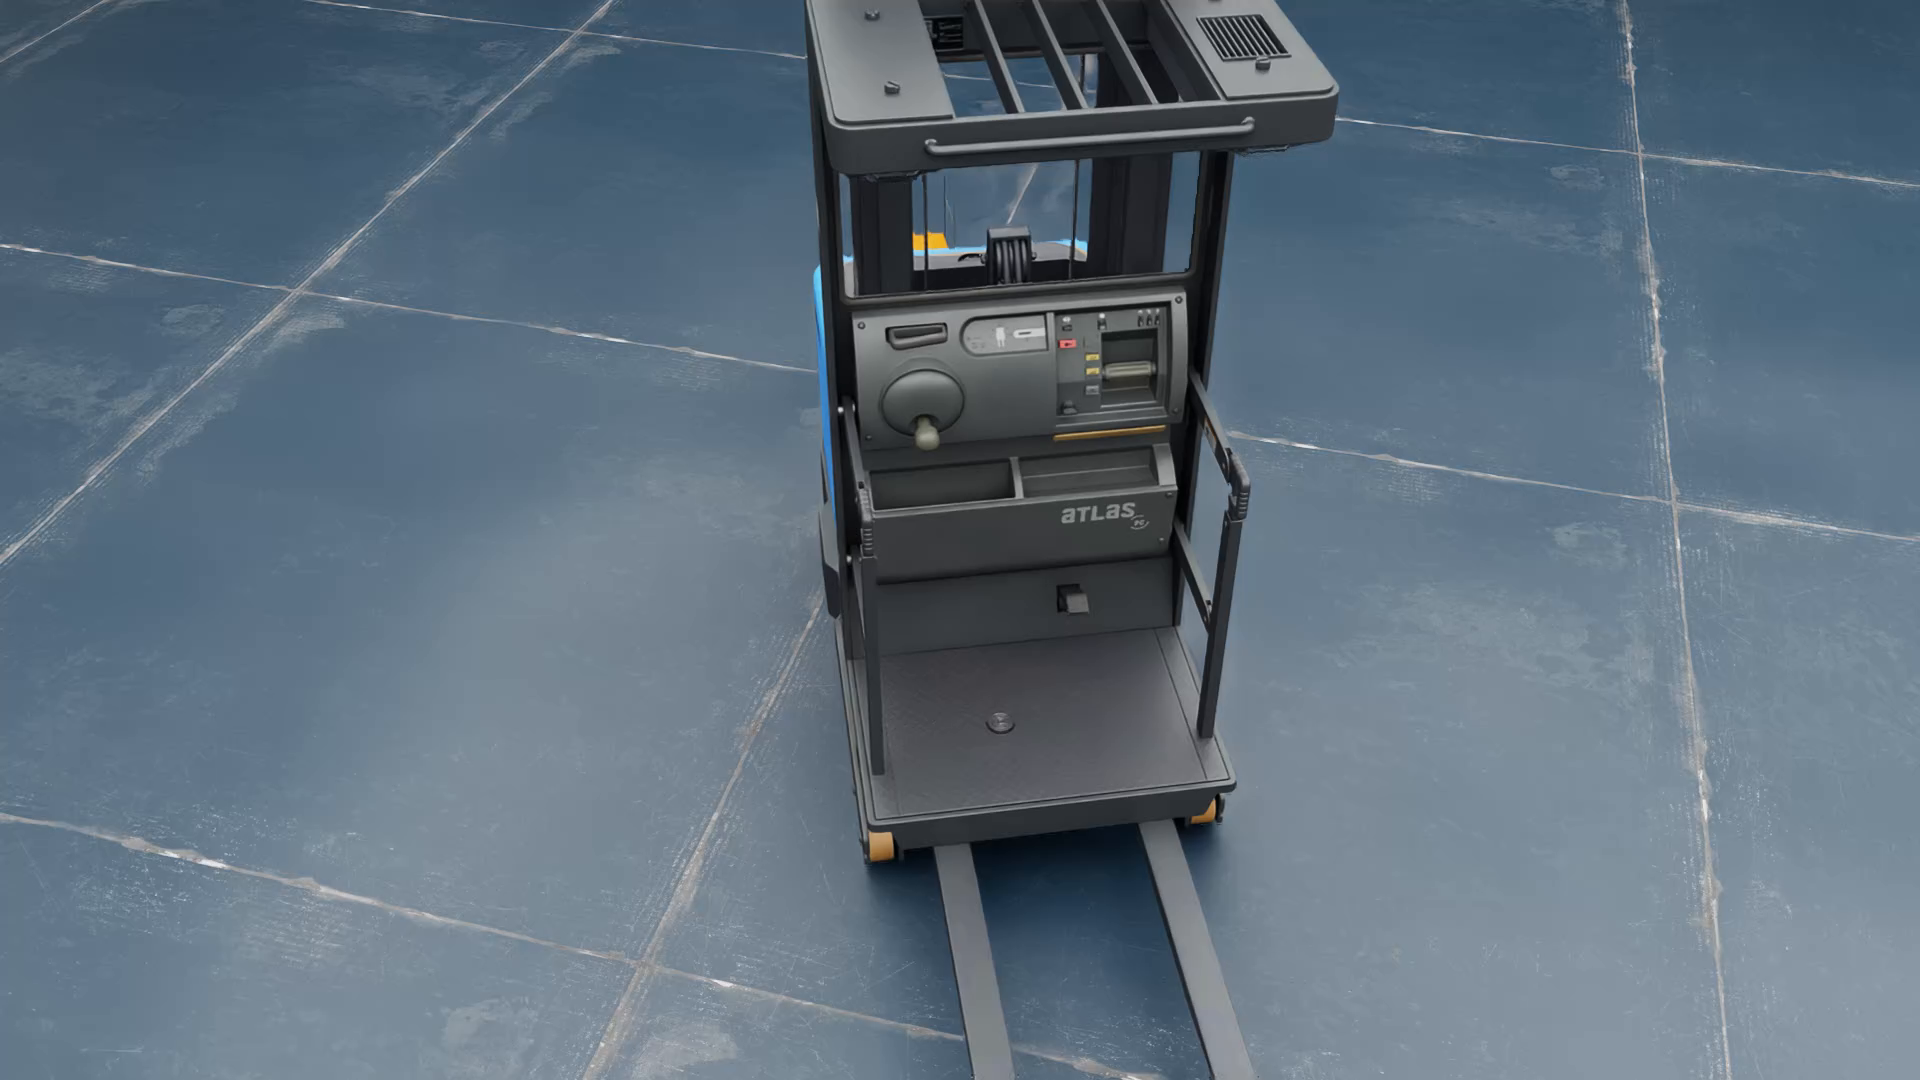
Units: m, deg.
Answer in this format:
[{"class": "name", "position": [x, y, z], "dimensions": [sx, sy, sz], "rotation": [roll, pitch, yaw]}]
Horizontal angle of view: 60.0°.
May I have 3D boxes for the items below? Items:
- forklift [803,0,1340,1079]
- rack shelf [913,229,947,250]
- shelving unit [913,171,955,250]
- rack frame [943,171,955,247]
[{"class": "forklift", "position": [0.206, -0.391, 4.436], "dimensions": [1.130, 2.935, 3.031], "rotation": [-6, 40, -7]}, {"class": "rack shelf", "position": [-0.129, -1.016, 6.036], "dimensions": [0.180, 0.103, 0.258], "rotation": [-6, 40, -8]}, {"class": "shelving unit", "position": [-0.129, -0.774, 6.239], "dimensions": [0.189, 1.200, 0.258], "rotation": [-6, 40, -8]}, {"class": "rack frame", "position": [-0.039, -0.785, 6.251], "dimensions": [0.006, 1.200, 0.240], "rotation": [-6, 40, -8]}]
